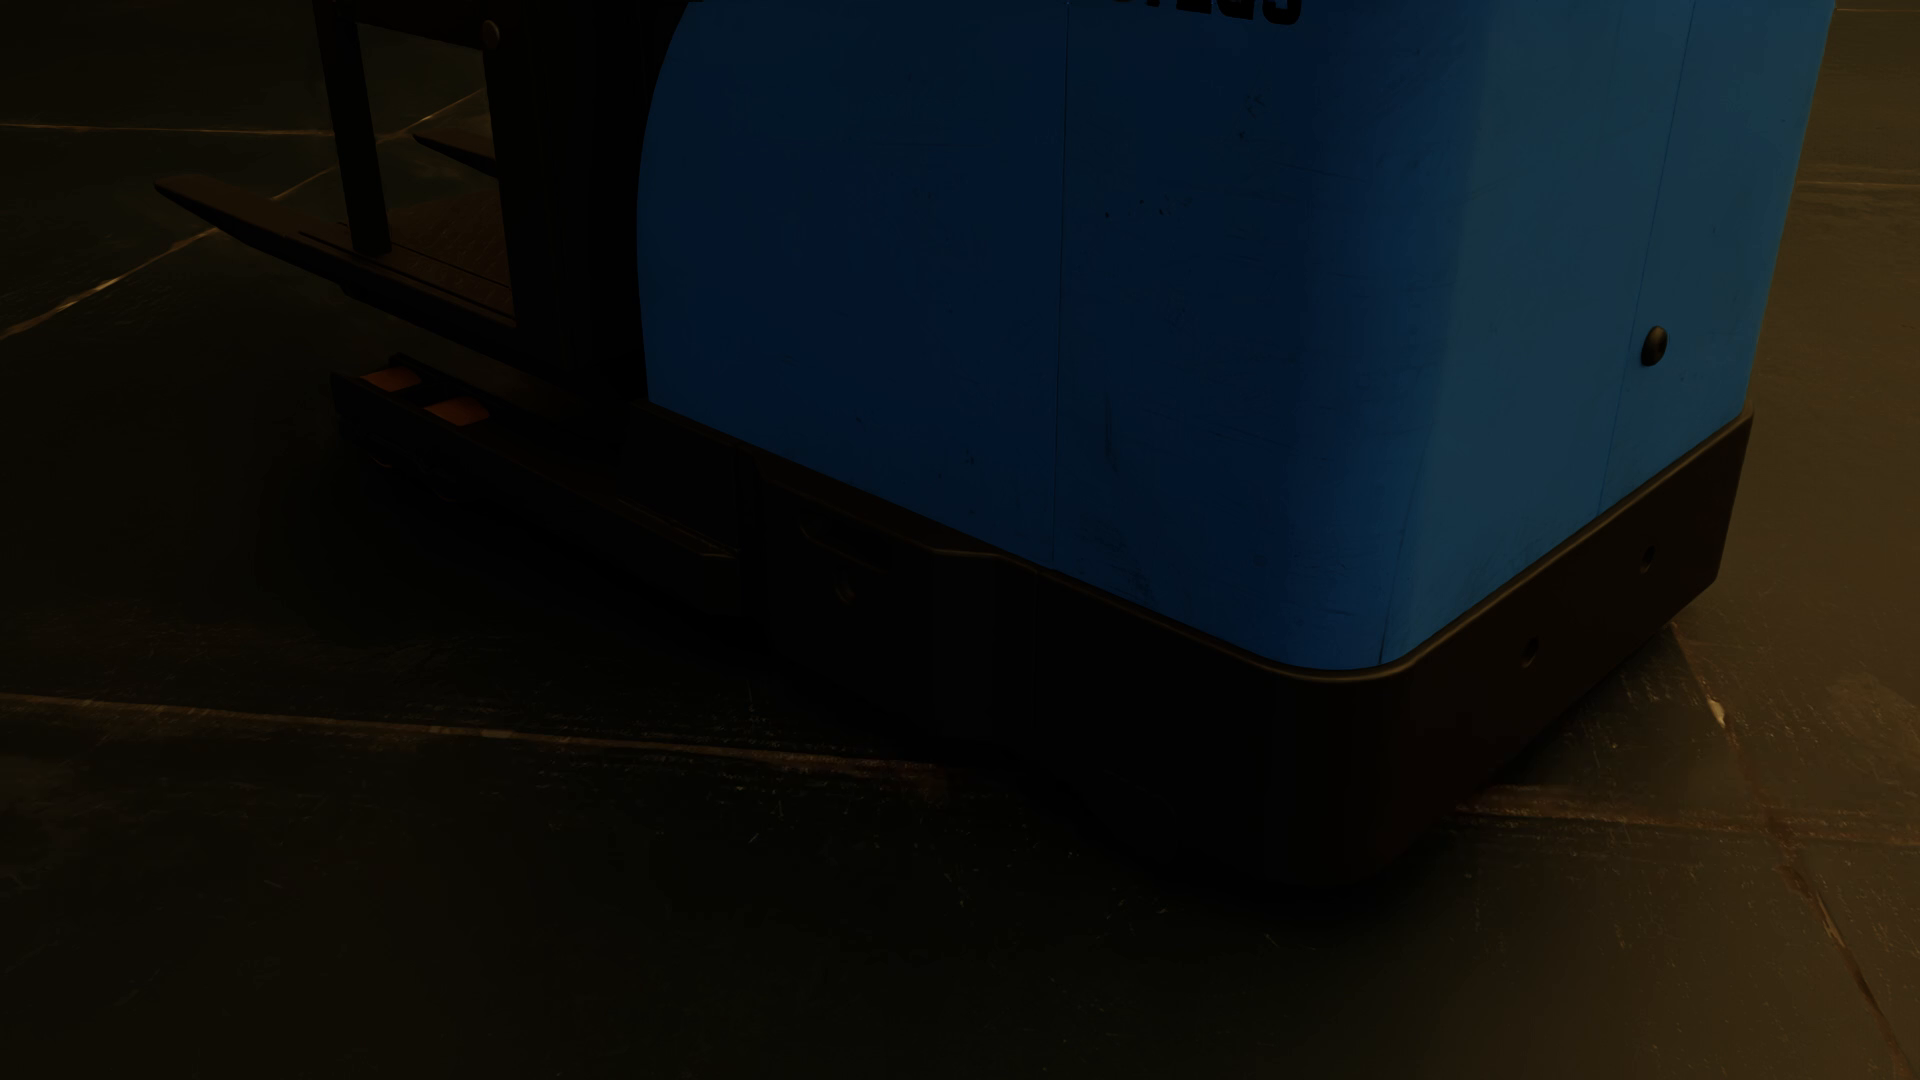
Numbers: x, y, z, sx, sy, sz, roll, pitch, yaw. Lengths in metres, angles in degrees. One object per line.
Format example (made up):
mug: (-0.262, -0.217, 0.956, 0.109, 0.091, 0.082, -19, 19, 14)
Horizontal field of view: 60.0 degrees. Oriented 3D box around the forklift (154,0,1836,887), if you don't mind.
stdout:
forklift: (-0.383, -1.518, 2.259, 3.031, 2.935, 1.130, 23, 34, 38)
